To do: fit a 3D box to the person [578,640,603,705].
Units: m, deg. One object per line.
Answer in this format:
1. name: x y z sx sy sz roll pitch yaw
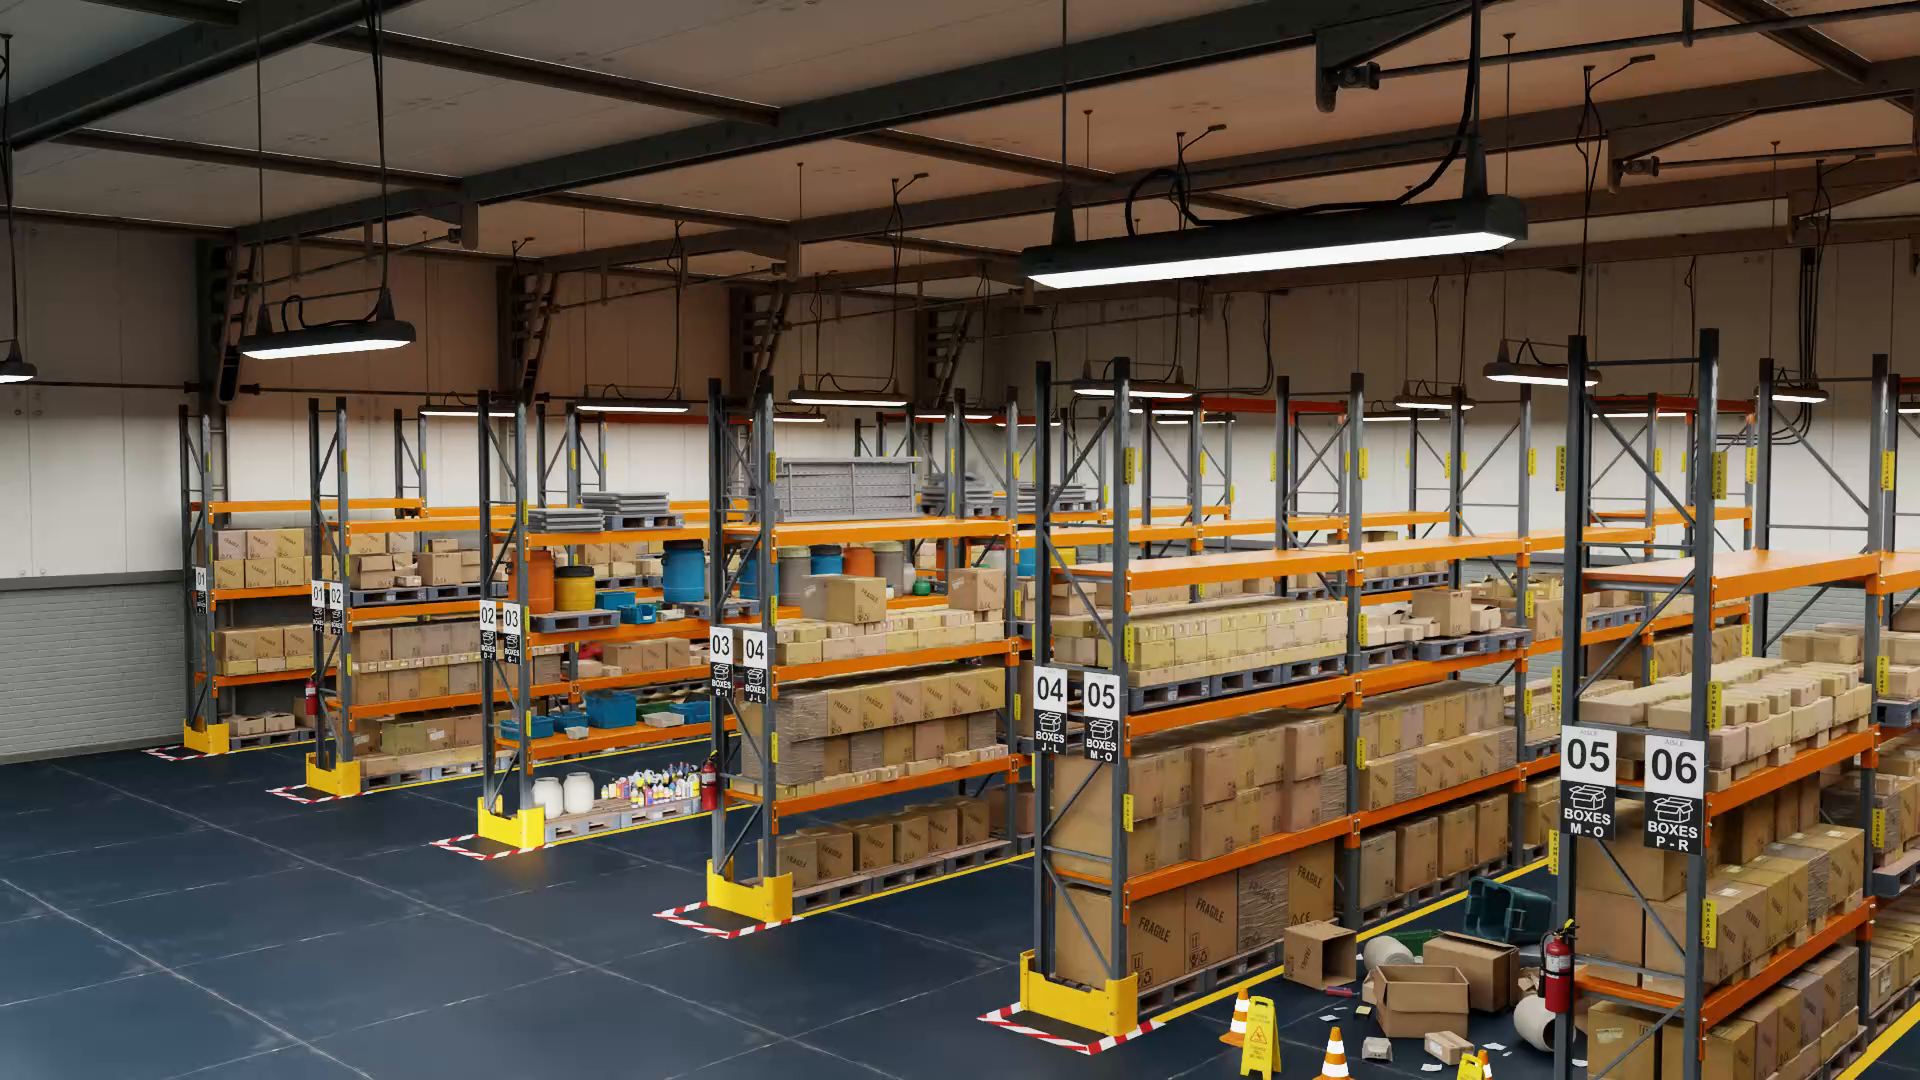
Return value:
1. person: -6.959 2.656 31.377 0.671 1.769 0.964 3 4 41
